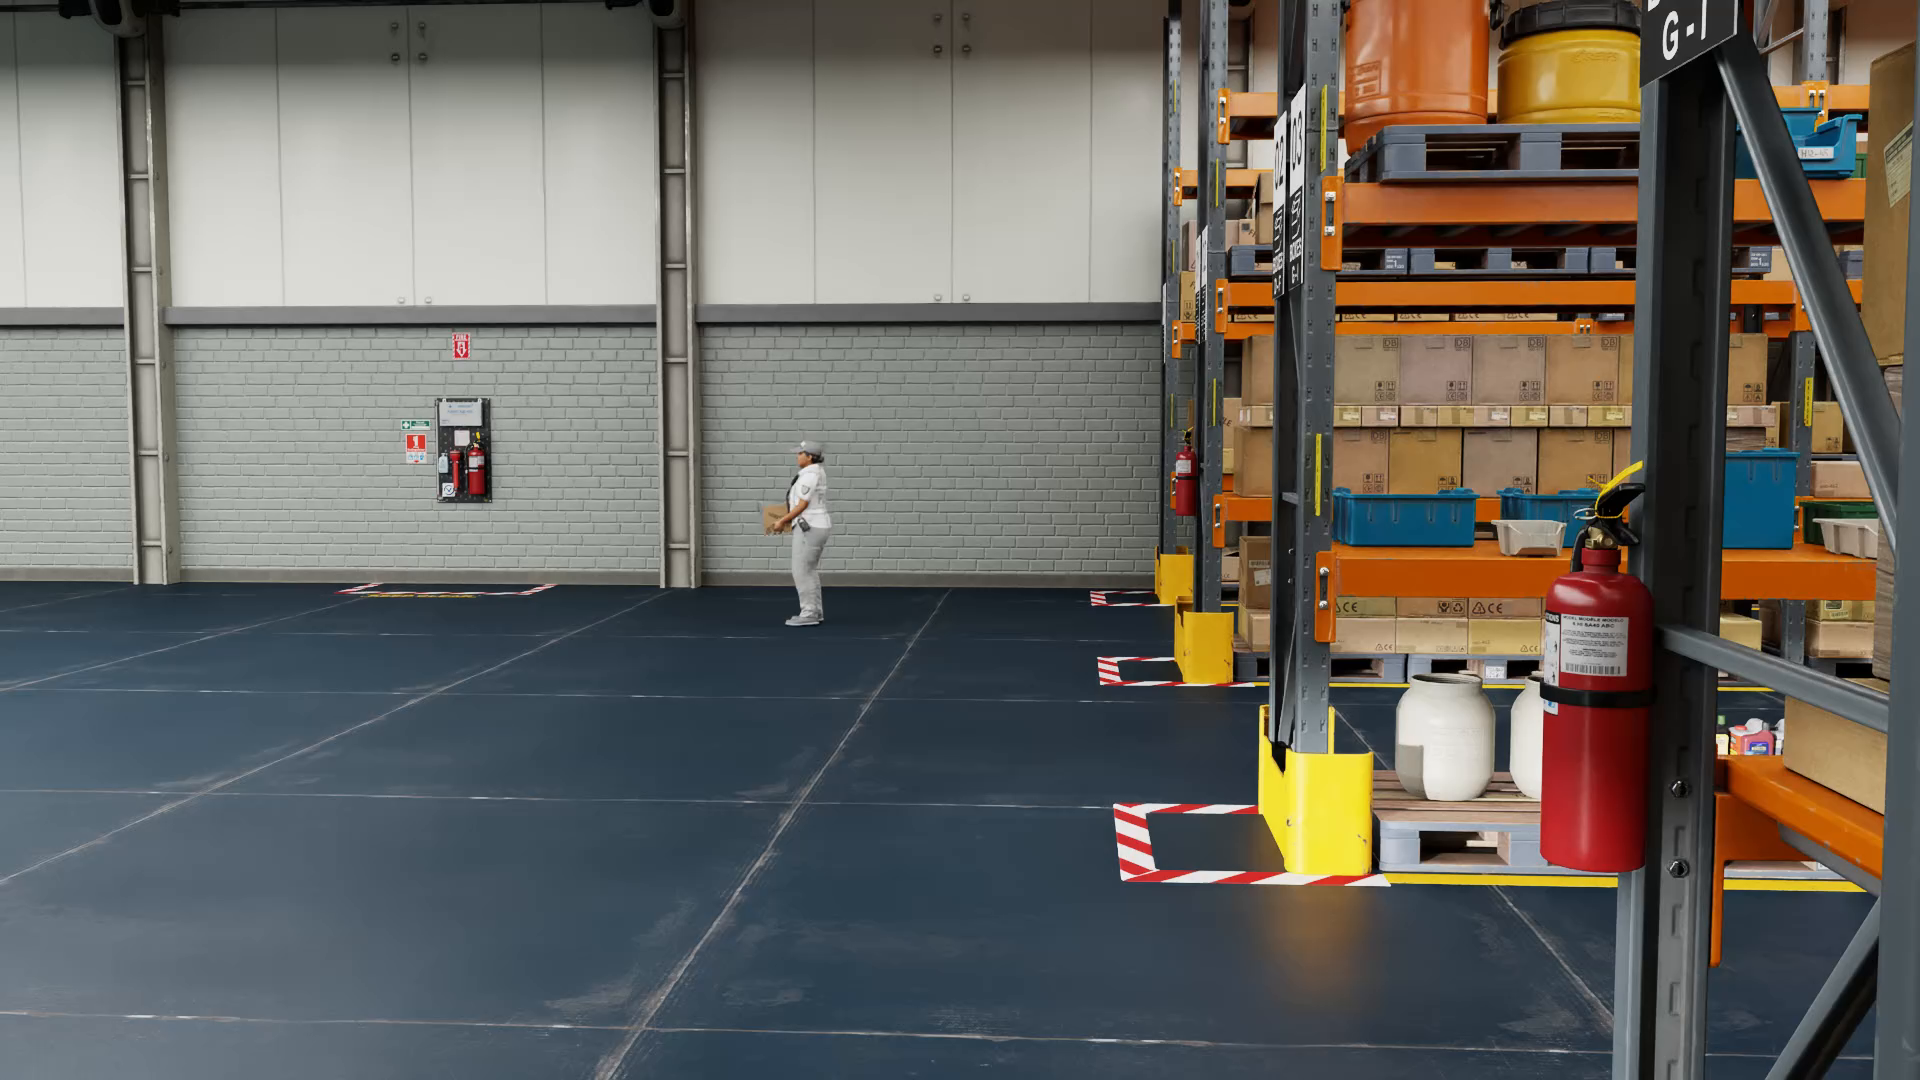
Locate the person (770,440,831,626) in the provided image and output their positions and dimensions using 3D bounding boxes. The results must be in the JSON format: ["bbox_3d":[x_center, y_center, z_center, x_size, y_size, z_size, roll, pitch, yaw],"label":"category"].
[{"bbox_3d":[-1.433,-0.069,15.020,0.531,1.666,0.476,0,4,3],"label":"person"}]
